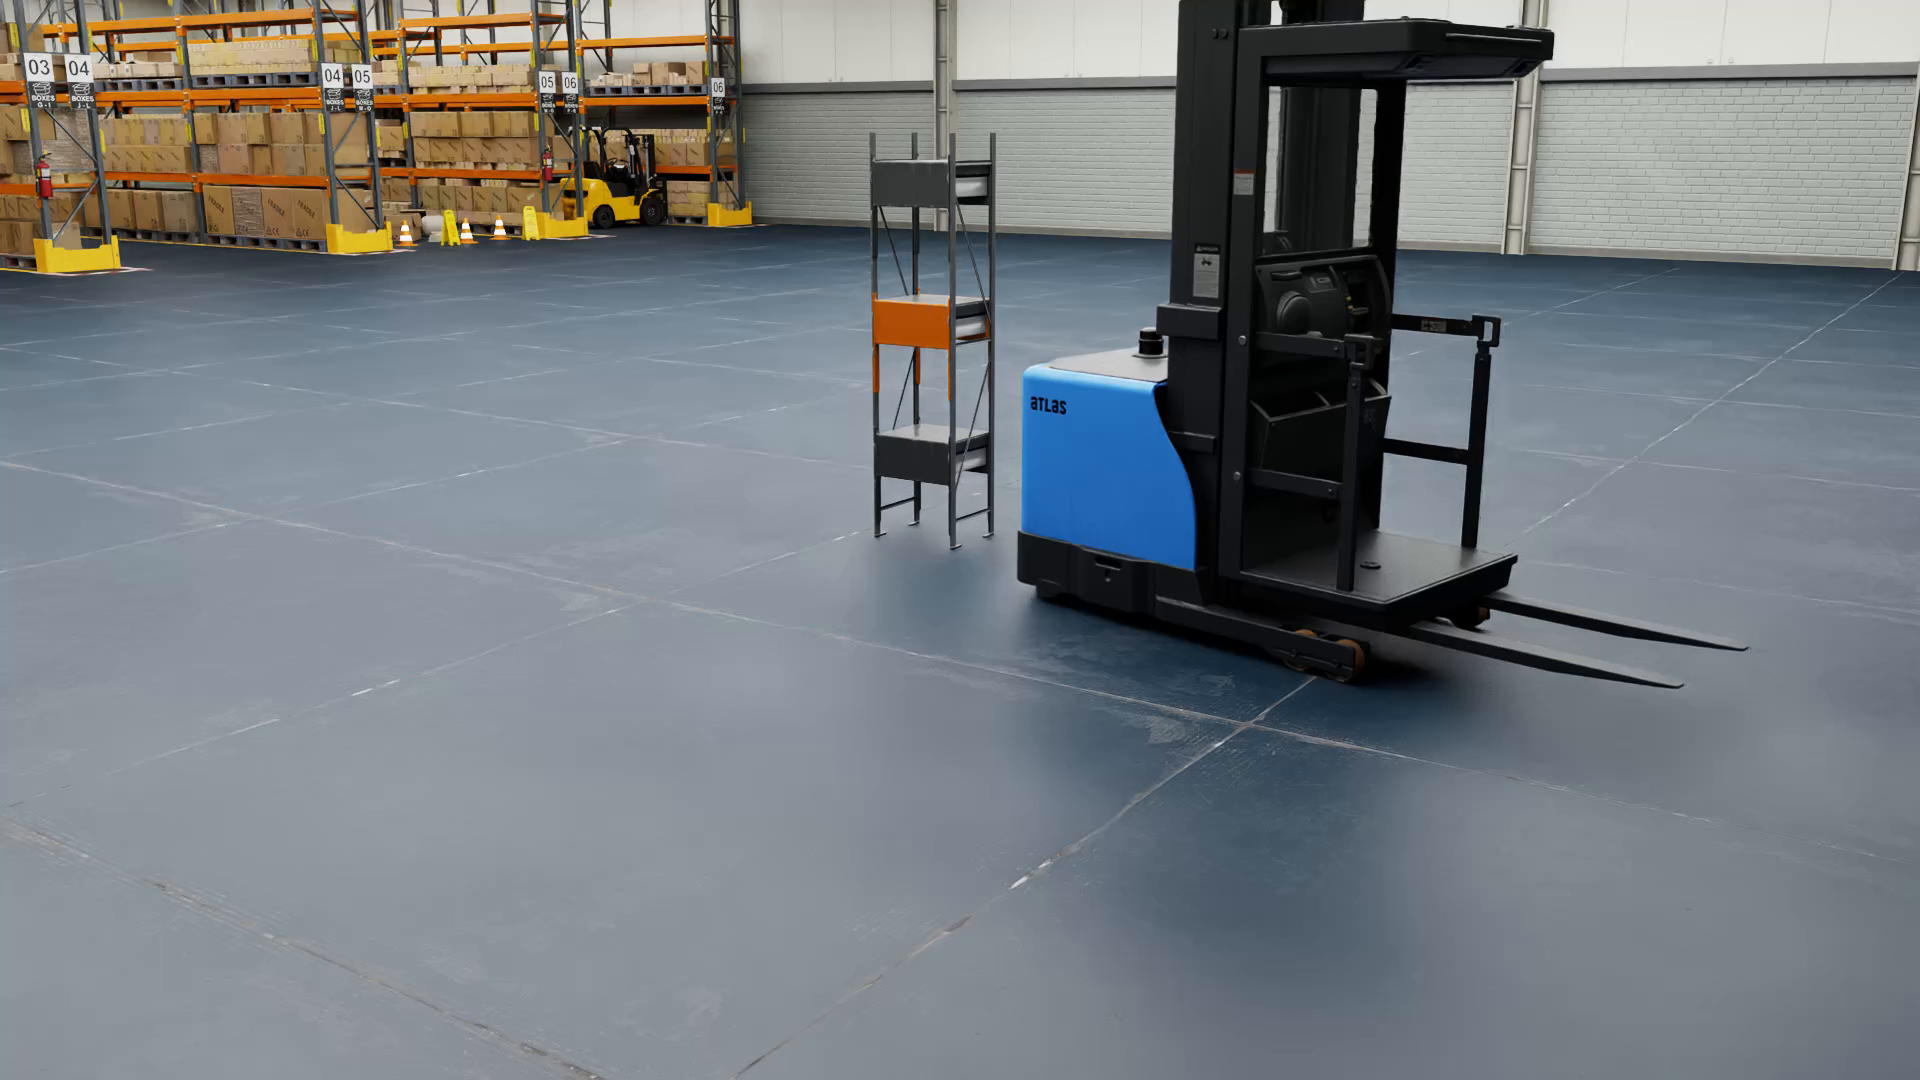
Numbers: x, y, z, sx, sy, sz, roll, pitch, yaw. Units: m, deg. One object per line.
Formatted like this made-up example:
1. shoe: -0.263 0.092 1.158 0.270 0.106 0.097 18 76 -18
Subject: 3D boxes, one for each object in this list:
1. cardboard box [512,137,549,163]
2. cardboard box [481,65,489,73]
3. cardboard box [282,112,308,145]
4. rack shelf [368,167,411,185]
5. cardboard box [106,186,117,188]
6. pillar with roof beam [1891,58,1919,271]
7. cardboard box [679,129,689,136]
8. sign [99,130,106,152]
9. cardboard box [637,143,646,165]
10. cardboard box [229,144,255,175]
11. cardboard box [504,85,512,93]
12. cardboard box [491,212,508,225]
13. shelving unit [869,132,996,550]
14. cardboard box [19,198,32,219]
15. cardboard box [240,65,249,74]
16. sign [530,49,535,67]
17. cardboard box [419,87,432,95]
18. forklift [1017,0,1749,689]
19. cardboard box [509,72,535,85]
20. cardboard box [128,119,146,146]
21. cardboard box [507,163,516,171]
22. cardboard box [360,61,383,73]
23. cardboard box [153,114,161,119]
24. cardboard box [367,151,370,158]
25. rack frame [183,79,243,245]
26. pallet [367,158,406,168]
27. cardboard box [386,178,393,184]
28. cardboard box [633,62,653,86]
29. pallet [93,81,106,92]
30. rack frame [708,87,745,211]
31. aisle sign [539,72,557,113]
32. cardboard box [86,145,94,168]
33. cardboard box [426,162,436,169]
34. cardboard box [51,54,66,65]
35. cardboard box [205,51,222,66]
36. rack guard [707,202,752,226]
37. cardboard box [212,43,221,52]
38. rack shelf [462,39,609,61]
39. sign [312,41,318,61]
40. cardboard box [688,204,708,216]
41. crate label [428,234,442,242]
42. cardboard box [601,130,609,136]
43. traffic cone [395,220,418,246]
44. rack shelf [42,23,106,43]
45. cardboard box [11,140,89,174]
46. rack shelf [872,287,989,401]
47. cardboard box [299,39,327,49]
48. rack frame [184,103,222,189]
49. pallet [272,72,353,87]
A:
1. cardboard box: -8.584 -7.796 33.246 0.500 0.500 0.500 9 16 32
2. cardboard box: -9.423 -9.484 33.515 0.250 0.149 0.380 9 16 31
3. cardboard box: -11.452 -7.294 29.488 0.550 0.550 0.875 9 17 33
4. rack shelf: -12.958 -8.040 36.559 4.000 0.370 1.077 9 17 33
5. cardboard box: -17.734 -7.153 34.242 0.500 0.250 0.500 8 16 30
6. pillar with roof beam: 12.225 -7.683 21.135 0.400 9.000 9.100 9 17 33
7. cardboard box: -6.081 -9.146 37.349 0.250 0.149 0.380 10 17 34
8. sign: -13.208 -6.138 25.573 0.005 0.325 0.100 9 17 33
9. cardboard box: -7.041 -8.843 38.094 0.500 0.500 0.500 9 17 33
10. cardboard box: -12.813 -6.982 30.472 0.550 0.550 0.875 9 17 33
11. cardboard box: -8.858 -8.981 33.139 0.250 0.149 0.380 10 17 34
12. cardboard box: -9.226 -6.580 34.010 0.500 0.250 0.500 9 17 33
13. shelving unit: -0.137 -1.041 8.661 0.503 2.100 0.431 9 17 33
14. cardboard box: -19.268 -6.894 34.759 0.500 0.500 0.500 10 17 34
15. cardboard box: -12.603 -8.387 29.659 0.250 0.149 0.380 9 17 34
16. sign: -8.306 -9.363 32.319 0.005 0.325 0.100 9 17 33
17. cardboard box: -10.992 -9.318 34.503 0.250 0.149 0.380 9 17 33
18. forklift: 1.668 -1.003 6.777 3.031 2.935 1.130 13 19 43
19. cardboard box: -8.555 -9.128 32.904 0.500 0.250 0.500 9 16 32
20. cardboard box: -15.658 -7.925 32.305 0.500 0.500 0.700 9 17 32
21. cardboard box: -8.882 -7.521 33.486 0.250 0.149 0.380 9 16 32
22. cardboard box: -12.710 -10.136 35.682 0.500 0.250 0.500 10 17 34
23. cardboard box: -19.178 -10.170 40.026 0.250 0.149 0.380 9 17 32
24. cardboard box: -12.536 -8.317 35.828 0.250 0.149 0.380 9 17 33
25. rack frame: -13.977 -7.121 31.347 0.127 3.000 1.000 9 17 33
26. pallet: -12.952 -8.307 36.539 1.213 0.211 1.003 9 17 33
27. cardboard box: -14.748 -9.367 43.398 0.250 0.149 0.380 9 16 31
28. cardboard box: -6.974 -10.588 37.813 0.637 0.503 0.797 10 17 35
29. pallet: -16.733 -8.946 32.870 1.003 0.211 1.213 10 17 35
30. rack frame: -5.212 -8.575 37.222 0.127 3.000 1.000 9 17 33
31. aisle sign: -8.090 -8.781 32.642 0.004 0.787 0.394 9 17 33
32. cardboard box: -17.075 -7.592 33.041 0.500 0.500 0.500 9 17 33
33. cardboard box: -10.978 -7.870 34.895 0.250 0.149 0.380 10 17 34
34. cardboard box: -13.610 -7.269 25.185 0.250 0.149 0.380 9 17 32
35. cardboard box: -13.308 -8.712 30.144 0.500 0.250 0.500 9 17 32
36. rack guard: -5.192 -7.359 37.509 0.348 0.500 1.175 9 17 33
37. cardboard box: -13.232 -8.876 29.976 0.250 0.149 0.380 9 16 32
38. rack shelf: -10.191 -11.749 39.886 4.000 0.370 1.077 9 17 33
39. sign: -10.973 -8.326 28.293 0.005 0.325 0.100 9 17 33
40. cardboard box: -5.779 -7.444 37.502 0.500 0.250 0.500 9 17 33
41. crate label: -10.081 -5.822 32.057 0.298 0.136 0.250 1 14 4
42. cardboard box: -8.155 -9.504 38.797 0.250 0.149 0.380 9 17 34
43. traffic cone: -10.306 -5.707 30.916 0.334 0.463 0.336 9 17 33
44. rack shelf: -18.956 -10.294 34.011 4.000 0.370 1.077 9 17 33
45. cardboard box: -13.951 -5.881 25.512 0.500 0.500 0.875 9 17 33
46. rack shelf: -0.137 -1.028 8.664 0.480 0.518 0.431 9 17 33
47. cardboard box: -11.127 -8.536 28.601 0.250 0.149 0.380 9 17 33
48. rack frame: -17.937 -9.194 39.723 0.127 3.000 1.000 9 17 33
49. pallet: -11.280 -8.095 29.224 1.213 0.211 1.003 9 17 33
